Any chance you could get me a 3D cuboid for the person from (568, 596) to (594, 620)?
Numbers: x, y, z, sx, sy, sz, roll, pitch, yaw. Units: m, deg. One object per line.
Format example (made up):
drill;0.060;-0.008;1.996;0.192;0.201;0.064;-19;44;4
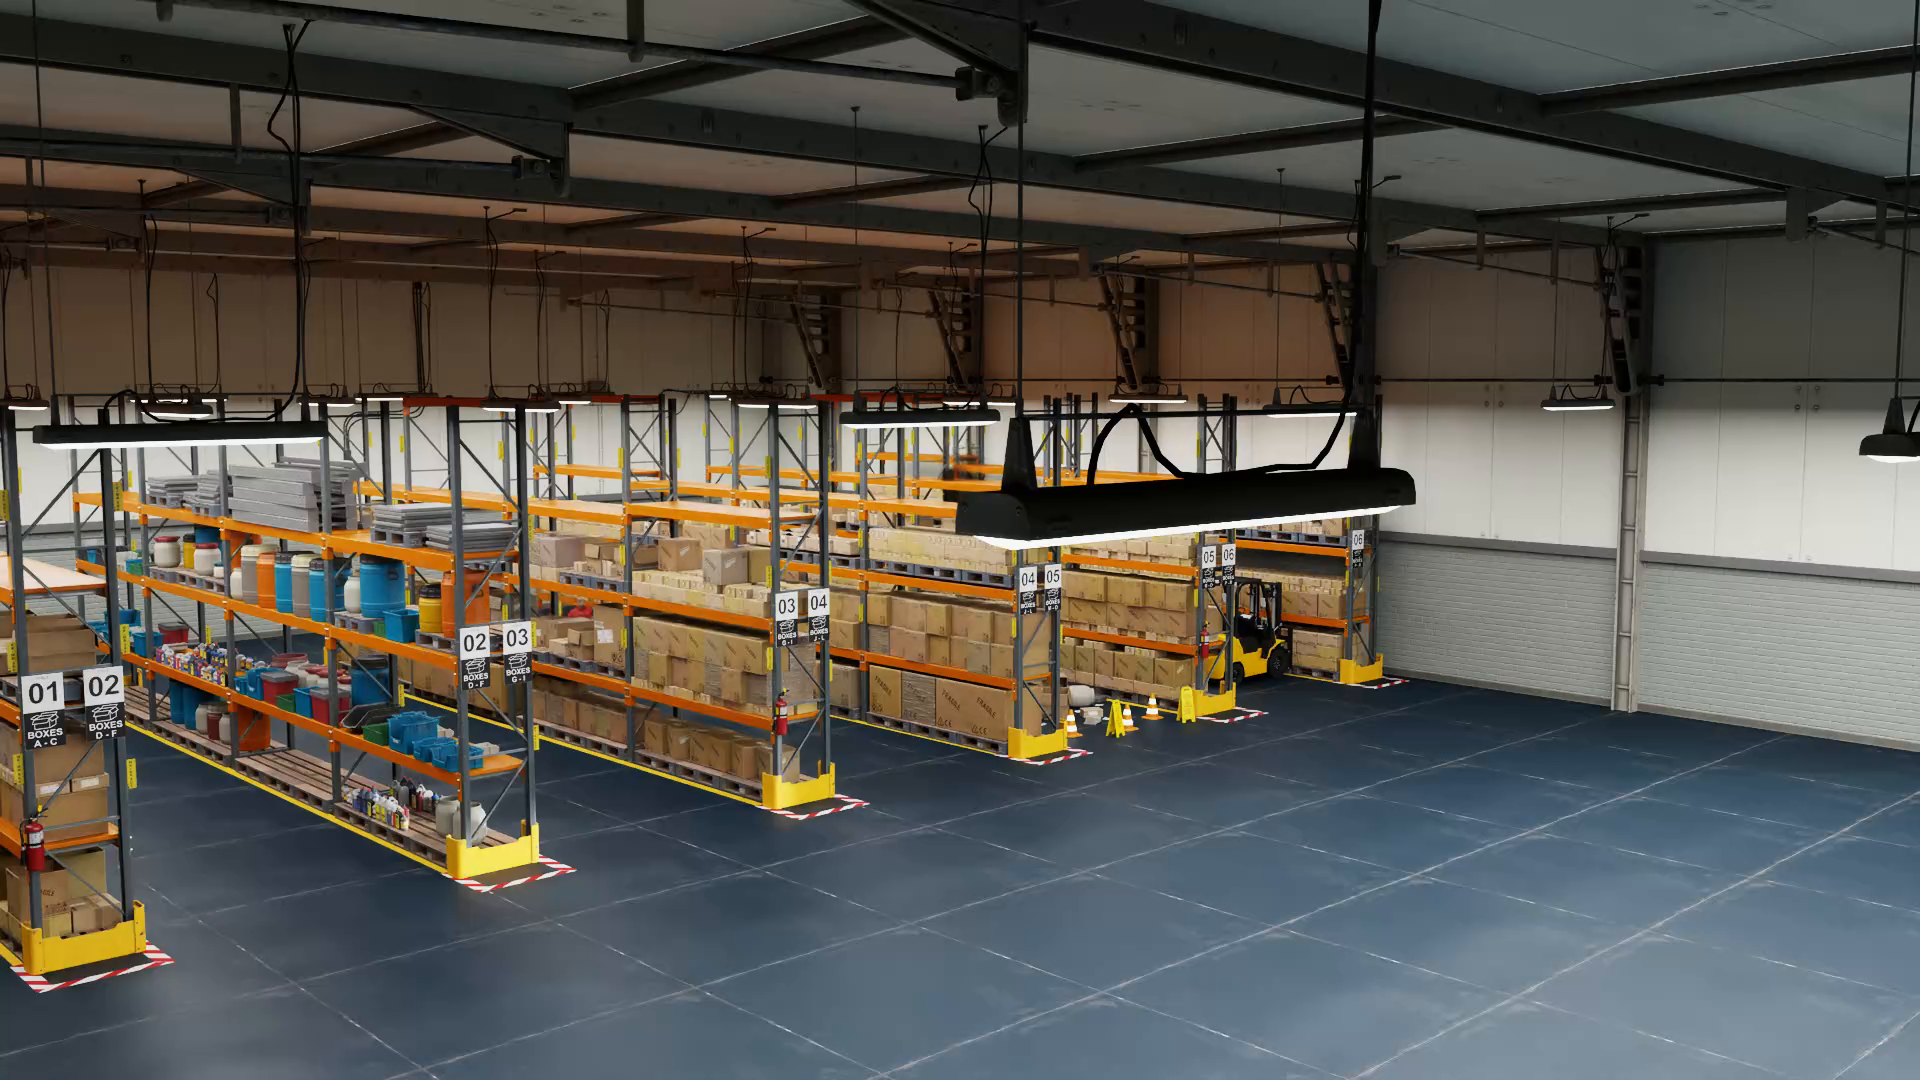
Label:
person;-8.039;2.074;35.458;0.670;1.776;0.822;-4;7;-35
